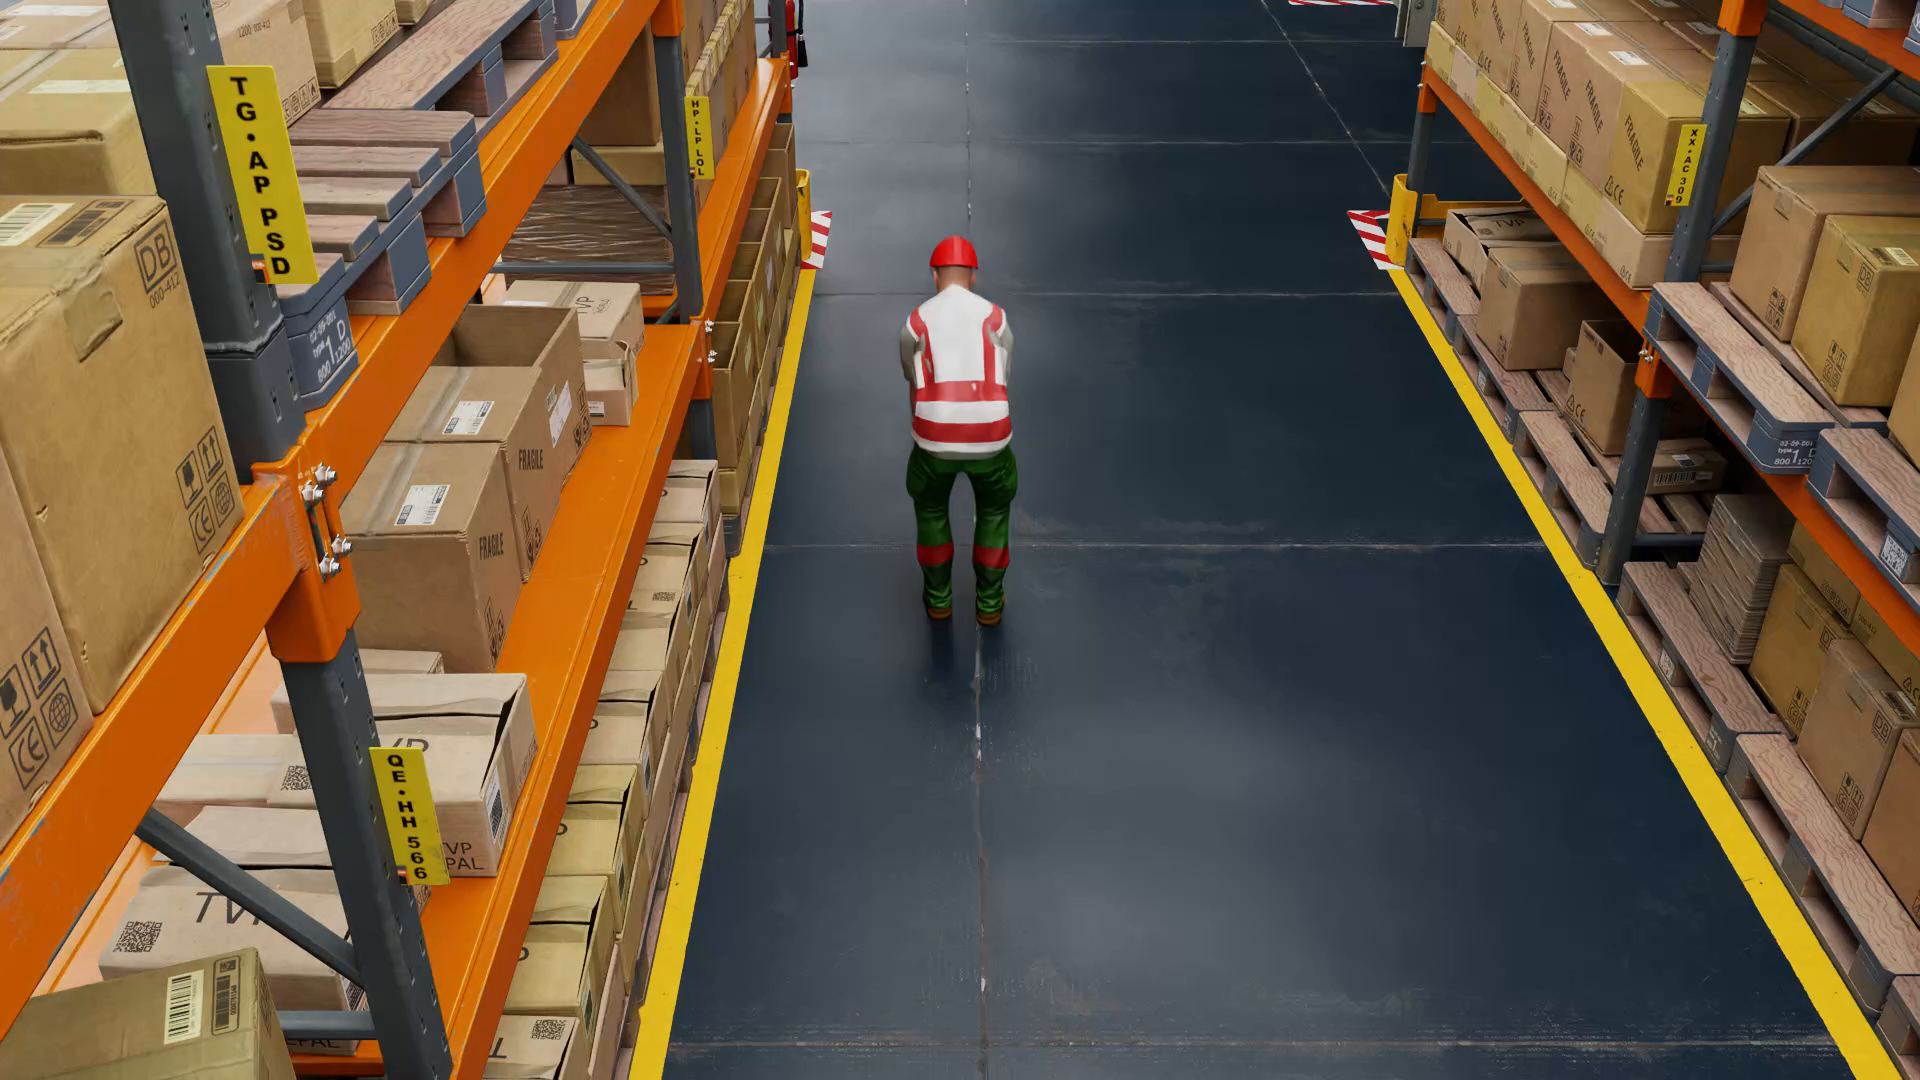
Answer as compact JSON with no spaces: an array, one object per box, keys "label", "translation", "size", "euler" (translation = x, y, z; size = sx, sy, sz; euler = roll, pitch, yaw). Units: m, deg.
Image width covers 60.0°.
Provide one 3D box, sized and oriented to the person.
[{"label":"person","translation":[-0.005,-0.450,7.050],"size":[0.492,1.581,0.783],"euler":[-1,31,-1]}]
